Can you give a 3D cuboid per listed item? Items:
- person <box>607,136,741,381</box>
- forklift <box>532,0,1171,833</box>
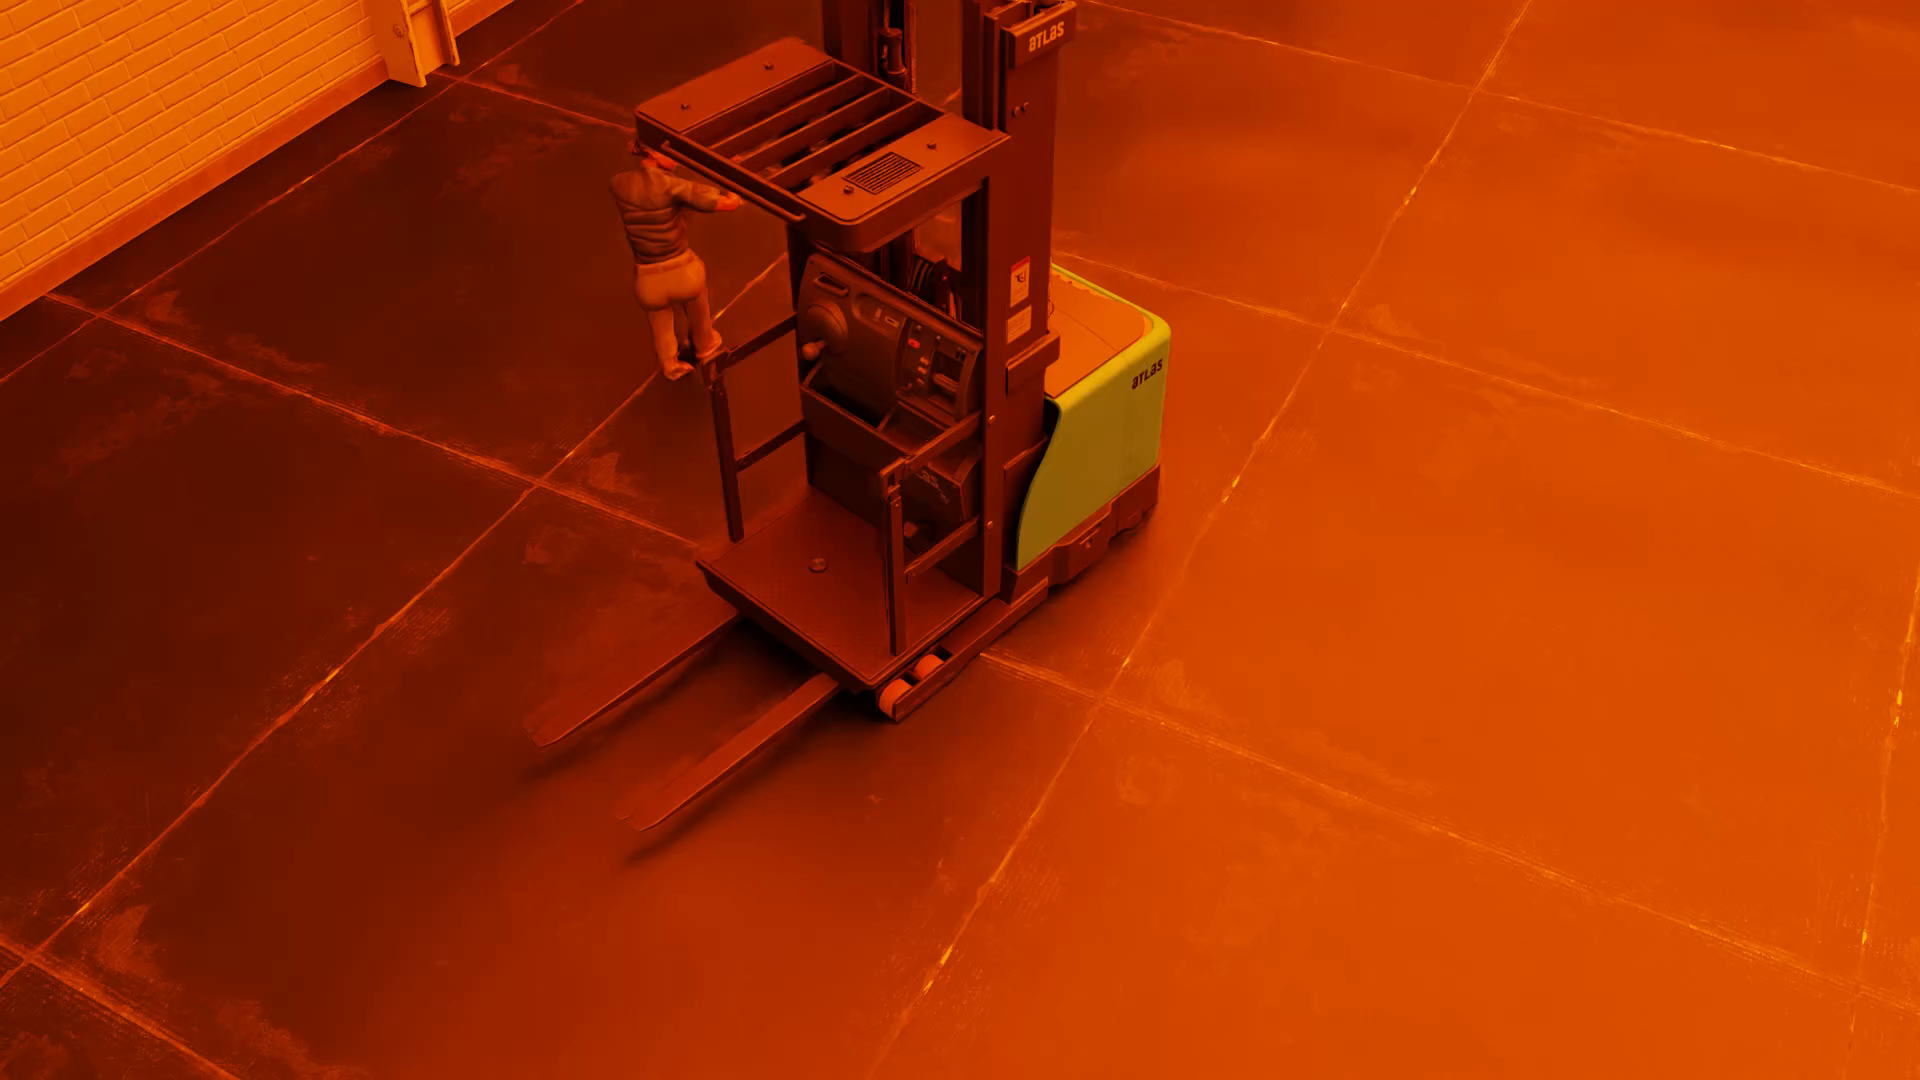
[{"bbox_3d":[-1.401,-1.528,8.425,0.690,1.373,0.966,-1,43,-1],"label":"person"},{"bbox_3d":[-0.434,-0.714,6.412,1.130,2.935,3.031,32,52,30],"label":"forklift"}]
